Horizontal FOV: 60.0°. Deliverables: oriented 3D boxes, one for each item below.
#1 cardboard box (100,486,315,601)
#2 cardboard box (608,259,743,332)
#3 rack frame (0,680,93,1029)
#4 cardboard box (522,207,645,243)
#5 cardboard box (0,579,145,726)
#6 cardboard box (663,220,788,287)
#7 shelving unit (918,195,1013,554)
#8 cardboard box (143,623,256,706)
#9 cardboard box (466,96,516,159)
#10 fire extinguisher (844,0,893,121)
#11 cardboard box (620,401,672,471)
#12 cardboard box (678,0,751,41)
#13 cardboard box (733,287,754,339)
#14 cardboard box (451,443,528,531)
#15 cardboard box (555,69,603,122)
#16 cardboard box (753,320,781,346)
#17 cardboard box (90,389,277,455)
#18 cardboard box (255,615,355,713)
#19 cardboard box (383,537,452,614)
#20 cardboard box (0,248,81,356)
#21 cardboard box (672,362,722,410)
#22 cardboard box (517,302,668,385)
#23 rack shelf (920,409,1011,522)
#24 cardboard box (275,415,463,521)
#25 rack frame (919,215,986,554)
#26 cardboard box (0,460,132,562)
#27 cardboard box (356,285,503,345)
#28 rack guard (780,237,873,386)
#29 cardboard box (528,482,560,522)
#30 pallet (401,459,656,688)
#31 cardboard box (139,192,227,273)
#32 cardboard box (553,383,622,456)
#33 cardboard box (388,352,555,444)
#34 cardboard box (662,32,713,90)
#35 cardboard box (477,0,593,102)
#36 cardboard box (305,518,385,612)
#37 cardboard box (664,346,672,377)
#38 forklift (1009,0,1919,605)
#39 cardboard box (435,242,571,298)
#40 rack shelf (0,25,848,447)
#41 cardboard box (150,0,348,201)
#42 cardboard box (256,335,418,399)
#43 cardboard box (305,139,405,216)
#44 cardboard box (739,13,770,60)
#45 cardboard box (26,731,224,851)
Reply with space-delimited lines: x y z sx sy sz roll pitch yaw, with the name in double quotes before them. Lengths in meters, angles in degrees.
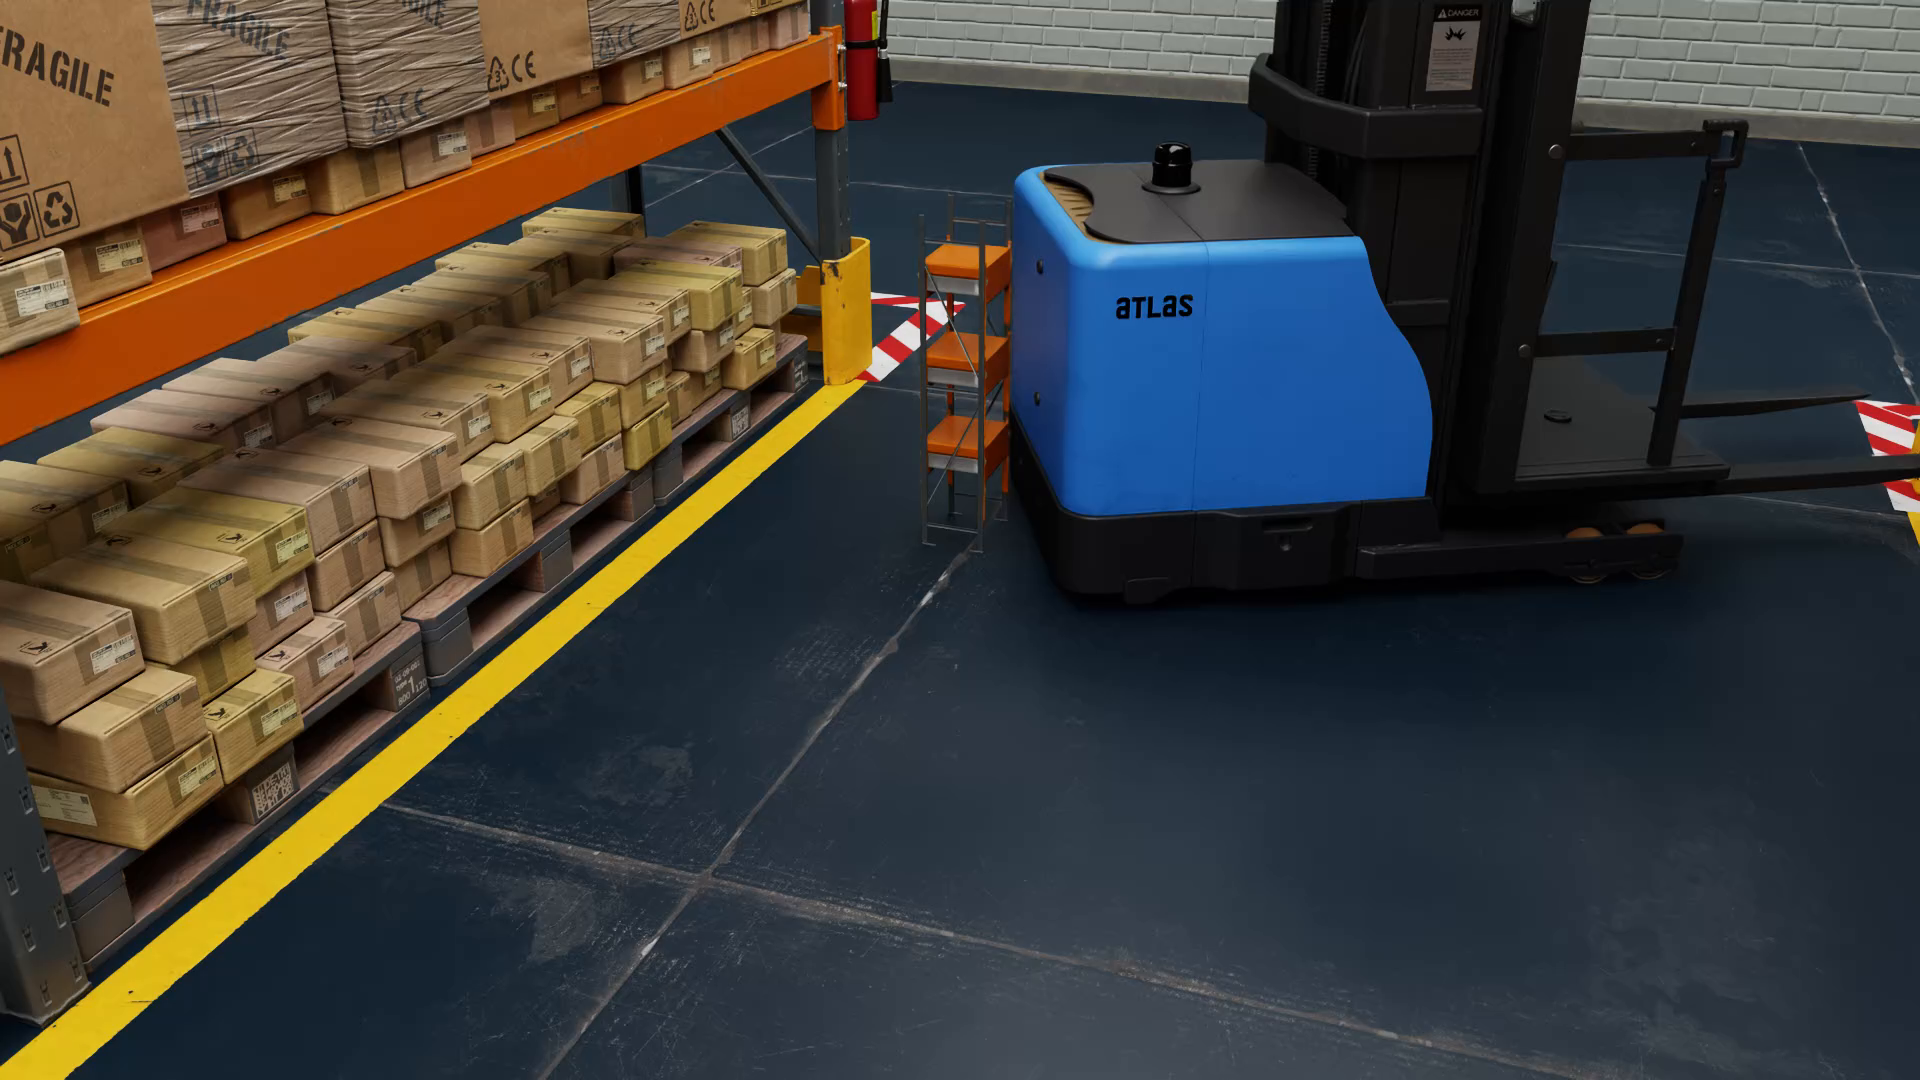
"cardboard box" -1.755 0.012 3.890 0.380 0.149 0.250 8 27 17
"cardboard box" -0.960 -0.831 5.630 0.380 0.149 0.250 8 27 16
"rack frame" -2.250 -0.487 2.814 1.000 3.000 0.127 9 27 17
"cardboard box" -1.414 -1.139 6.267 0.380 0.149 0.250 8 27 15
"cardboard box" -1.940 0.227 3.445 0.380 0.149 0.250 10 28 20
"cardboard box" -0.856 -1.050 6.084 0.380 0.149 0.250 9 27 18
"shelving unit" 0.018 -0.495 5.067 0.215 1.050 0.252 9 27 17
"cardboard box" -1.828 0.253 3.733 0.380 0.149 0.250 9 27 18
"cardboard box" -1.410 -1.108 4.385 0.380 0.149 0.250 10 28 19
"fire extinguisher" -0.400 -1.965 6.383 0.296 0.674 0.183 9 27 17
"cardboard box" -1.152 -0.357 5.334 0.380 0.149 0.250 8 27 15
"cardboard box" -1.002 -1.877 5.229 0.500 0.500 0.500 8 27 17
"cardboard box" -0.963 -0.813 5.935 0.380 0.149 0.250 8 27 16
"cardboard box" -1.431 -0.167 4.600 0.380 0.149 0.250 9 27 17
"cardboard box" -1.273 -1.327 4.836 0.380 0.149 0.250 8 27 15
"cardboard box" -0.898 -0.790 6.230 0.380 0.149 0.250 9 27 18
"cardboard box" -2.091 -0.279 4.491 0.380 0.149 0.250 7 27 15
"cardboard box" -1.704 0.285 4.010 0.380 0.149 0.250 9 27 17
"cardboard box" -1.610 0.058 4.479 0.380 0.149 0.250 8 27 15
"cardboard box" -1.847 -0.443 3.012 0.380 0.149 0.250 10 28 19
"cardboard box" -1.057 -0.574 5.783 0.380 0.149 0.250 9 27 17
"cardboard box" -1.143 -0.615 5.185 0.380 0.149 0.250 10 28 19
"rack shelf" 0.018 -0.235 5.192 0.215 0.259 0.240 9 27 17
"cardboard box" -1.528 -0.191 4.310 0.380 0.149 0.250 9 27 19
"rack frame" -0.023 -0.444 4.963 0.200 1.050 0.008 9 27 17
"cardboard box" -2.254 -0.059 4.037 0.380 0.149 0.250 8 27 17
"cardboard box" -1.702 -0.697 5.353 0.380 0.149 0.250 10 28 19
"rack guard" -0.944 -0.975 6.690 1.175 0.500 0.348 9 27 17
"cardboard box" -1.417 -0.154 4.916 0.380 0.149 0.250 10 27 19
"pallet" -1.656 -0.016 5.042 1.003 0.211 1.213 9 27 17
"cardboard box" -1.792 -0.677 3.495 0.380 0.149 0.250 8 27 15
"cardboard box" -1.260 -0.381 5.044 0.380 0.149 0.250 10 28 20
"cardboard box" -1.396 -0.411 4.764 0.380 0.149 0.250 9 27 18
"cardboard box" -1.011 -1.533 5.262 0.380 0.149 0.250 9 27 19
"cardboard box" -1.338 -1.464 4.375 0.500 0.500 0.500 10 28 20
"cardboard box" -1.689 0.037 4.179 0.380 0.149 0.250 7 27 15
"cardboard box" -1.183 -0.603 5.502 0.380 0.149 0.250 8 27 17
"forklift" 1.716 -1.412 4.804 3.031 2.935 1.130 -4 26 -7
"cardboard box" -1.597 -0.923 5.821 0.380 0.149 0.250 9 27 17
"rack shelf" -1.585 -0.985 4.669 1.077 0.370 4.000 9 27 17
"cardboard box" -1.690 -1.038 3.495 0.500 0.500 0.500 9 27 17
"cardboard box" -1.827 -0.478 4.902 0.380 0.149 0.250 9 27 18
"cardboard box" -1.551 -0.882 3.919 0.380 0.149 0.250 9 27 18
"cardboard box" -0.879 -1.746 5.703 0.380 0.149 0.250 9 27 17
"cardboard box" -1.826 0.504 3.557 0.380 0.149 0.250 8 27 15
